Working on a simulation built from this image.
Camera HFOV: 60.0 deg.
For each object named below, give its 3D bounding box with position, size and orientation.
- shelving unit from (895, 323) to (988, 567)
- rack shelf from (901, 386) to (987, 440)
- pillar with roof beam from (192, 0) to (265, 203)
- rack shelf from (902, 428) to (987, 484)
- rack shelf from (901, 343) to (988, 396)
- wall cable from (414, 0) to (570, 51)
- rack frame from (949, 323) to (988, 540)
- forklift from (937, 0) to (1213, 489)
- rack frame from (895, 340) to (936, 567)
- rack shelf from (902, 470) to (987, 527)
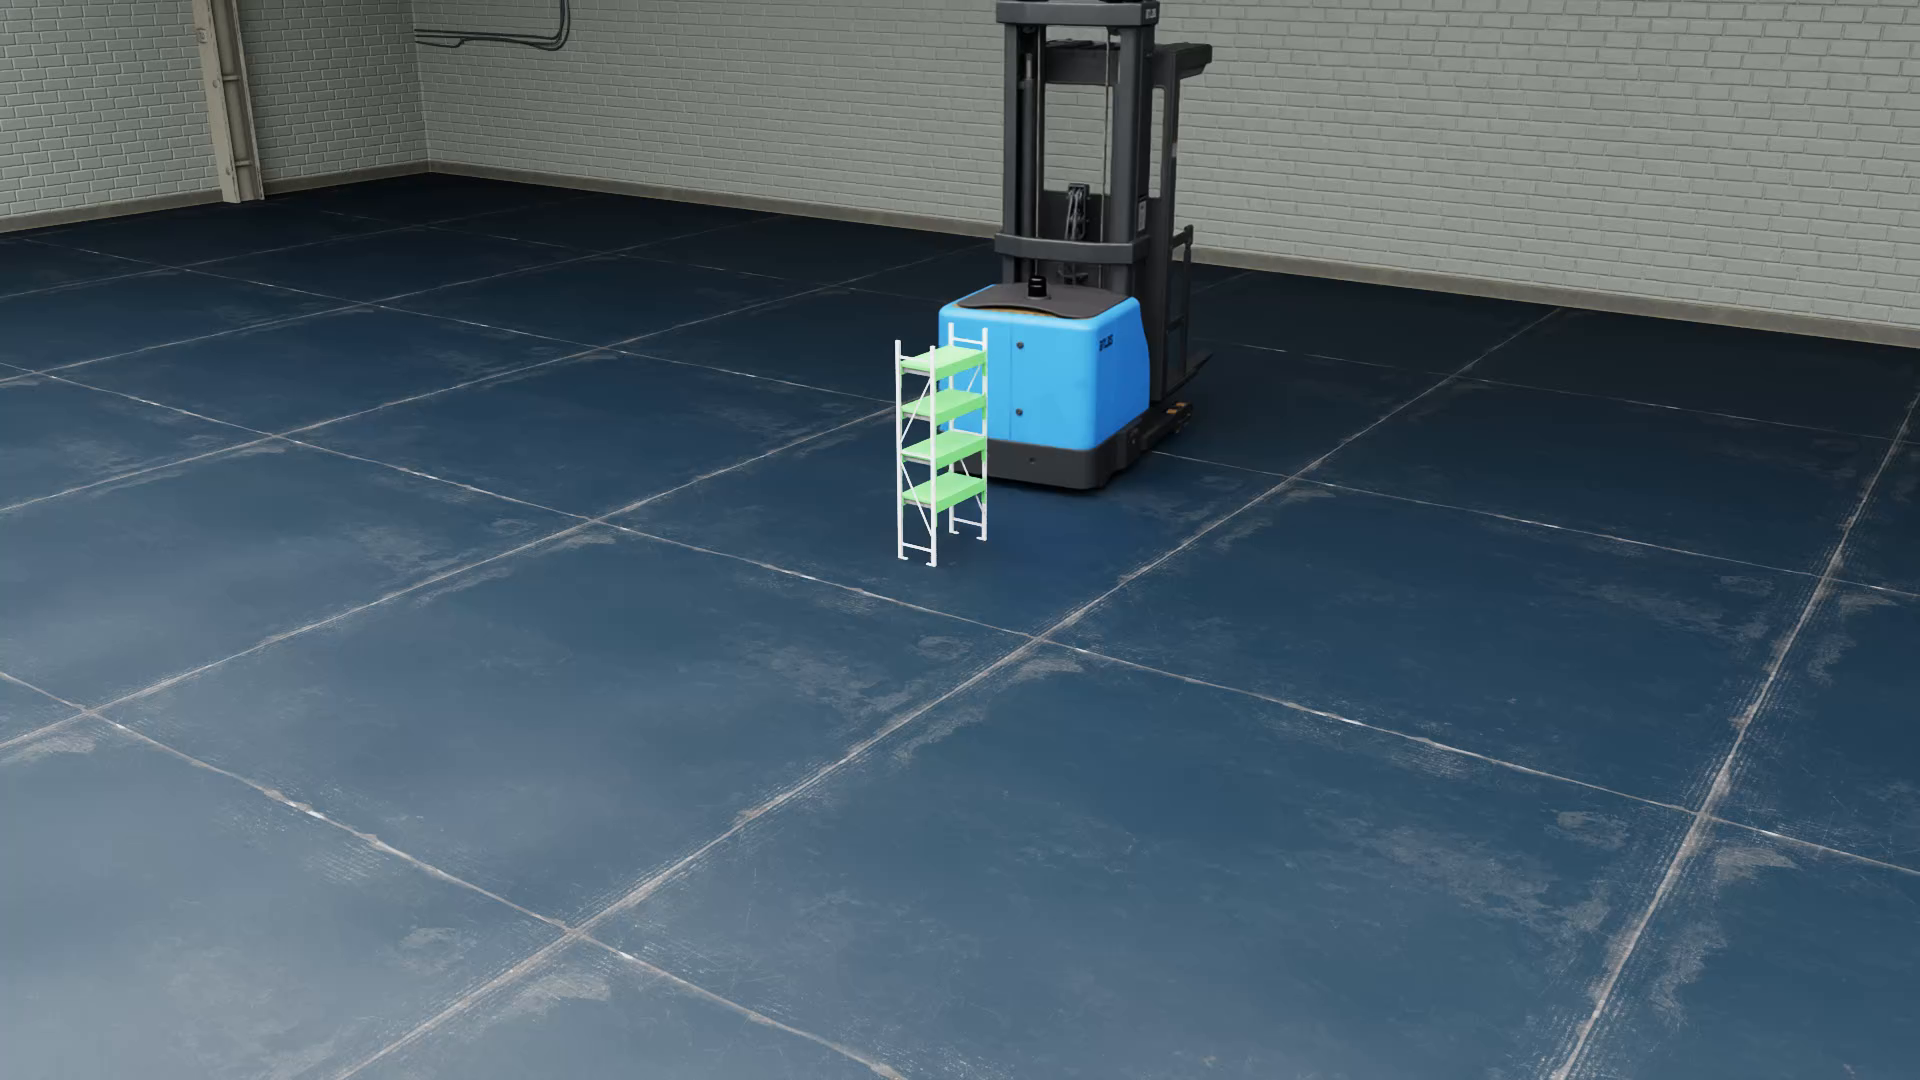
[{"bbox_3d":[-0.093,-0.515,8.928,0.258,1.200,0.503,13,24,32],"label":"shelving unit"},{"bbox_3d":[-0.093,-0.680,8.867,0.258,0.148,0.480,13,24,32],"label":"rack shelf"},{"bbox_3d":[-5.364,-7.617,16.885,9.100,9.000,0.400,13,24,32],"label":"pillar with roof beam"},{"bbox_3d":[-0.093,-0.455,8.951,0.258,0.148,0.480,13,24,32],"label":"rack shelf"},{"bbox_3d":[-0.093,-0.906,8.784,0.258,0.148,0.480,13,24,32],"label":"rack shelf"},{"bbox_3d":[-6.174,-7.587,21.281,3.097,2.526,0.112,13,24,32],"label":"wall cable"},{"bbox_3d":[0.044,-0.585,9.118,0.240,1.200,0.015,13,24,32],"label":"rack frame"},{"bbox_3d":[0.943,-2.149,10.849,1.130,2.935,3.031,9,22,24],"label":"forklift"},{"bbox_3d":[-0.230,-0.445,8.739,0.240,1.200,0.015,13,24,32],"label":"rack frame"},{"bbox_3d":[-0.093,-0.230,9.034,0.258,0.148,0.480,13,24,32],"label":"rack shelf"}]
